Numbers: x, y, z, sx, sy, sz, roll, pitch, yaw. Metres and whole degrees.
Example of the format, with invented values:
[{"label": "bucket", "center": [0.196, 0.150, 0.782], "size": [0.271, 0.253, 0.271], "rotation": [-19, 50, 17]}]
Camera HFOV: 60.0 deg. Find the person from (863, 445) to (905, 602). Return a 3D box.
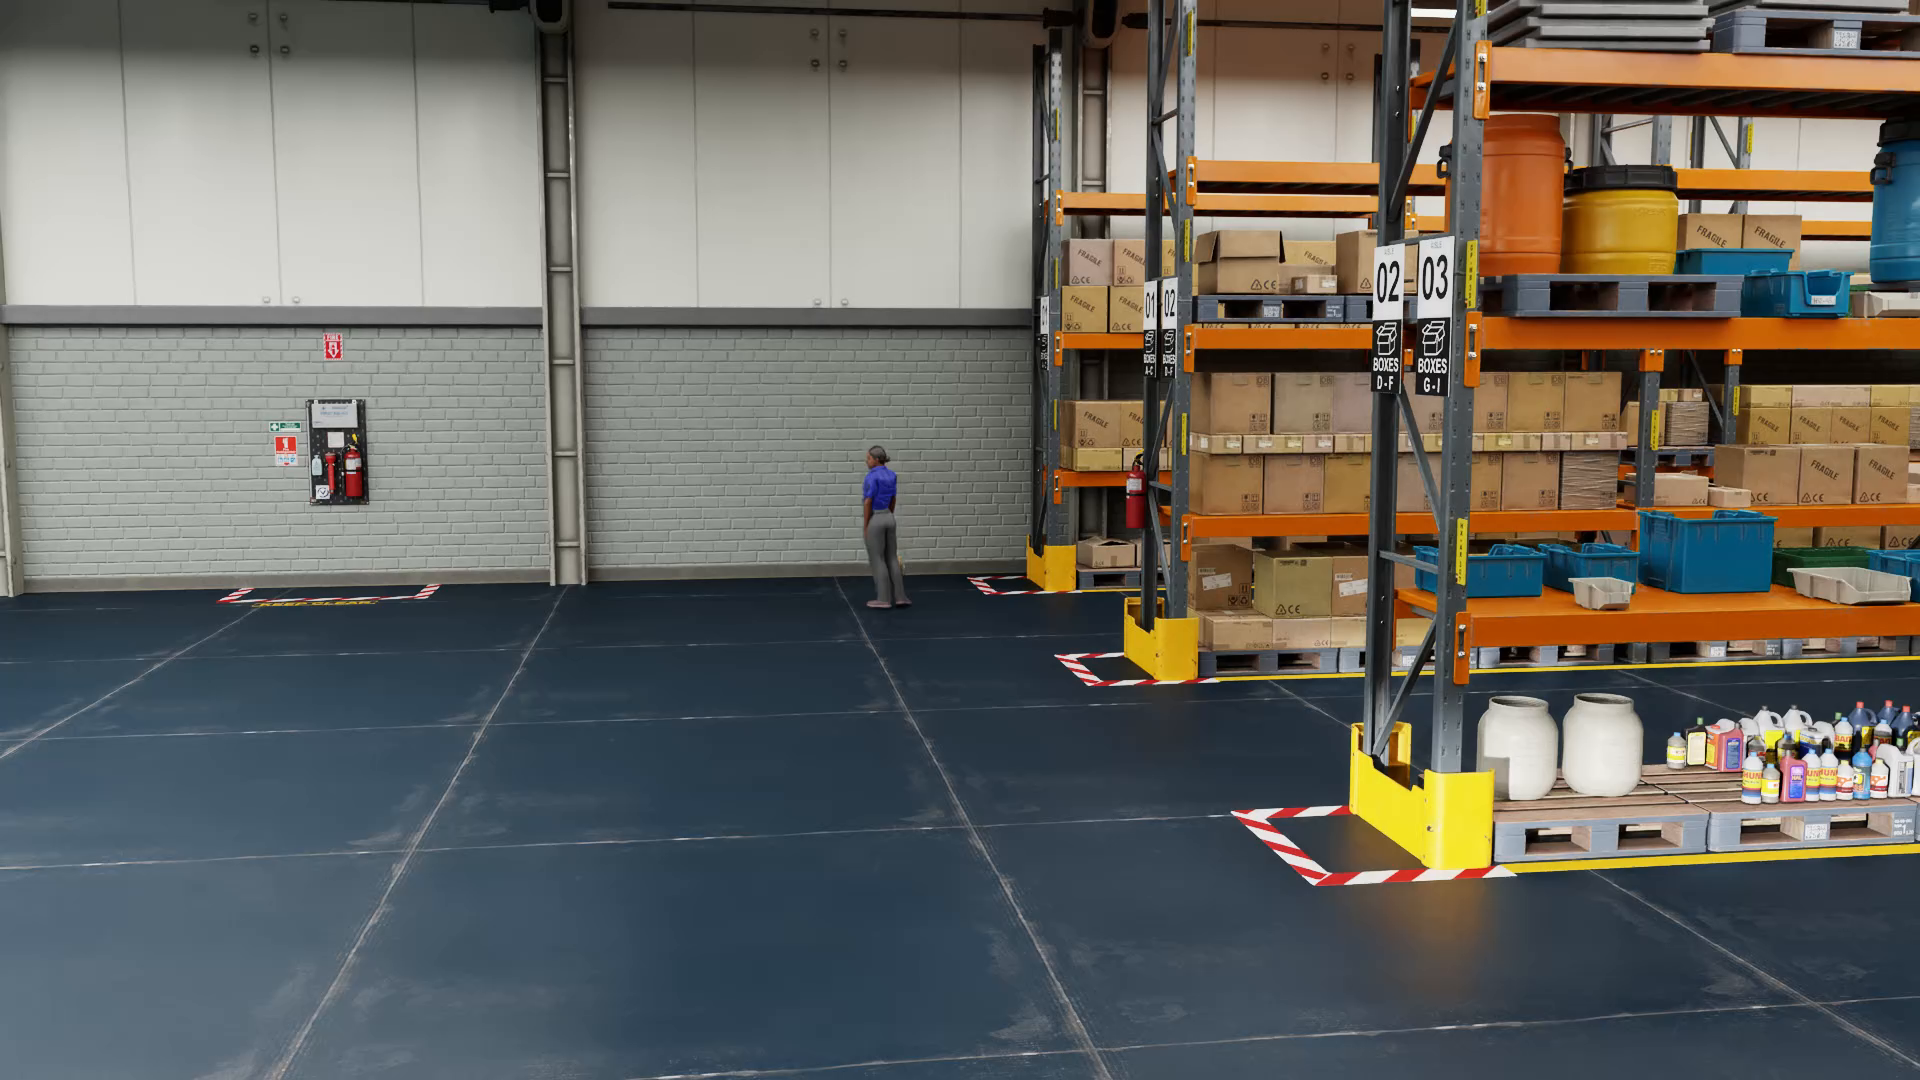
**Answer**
[{"label": "person", "center": [-0.815, -0.170, 16.887], "size": [0.391, 1.589, 0.481], "rotation": [6, 9, 41]}]
